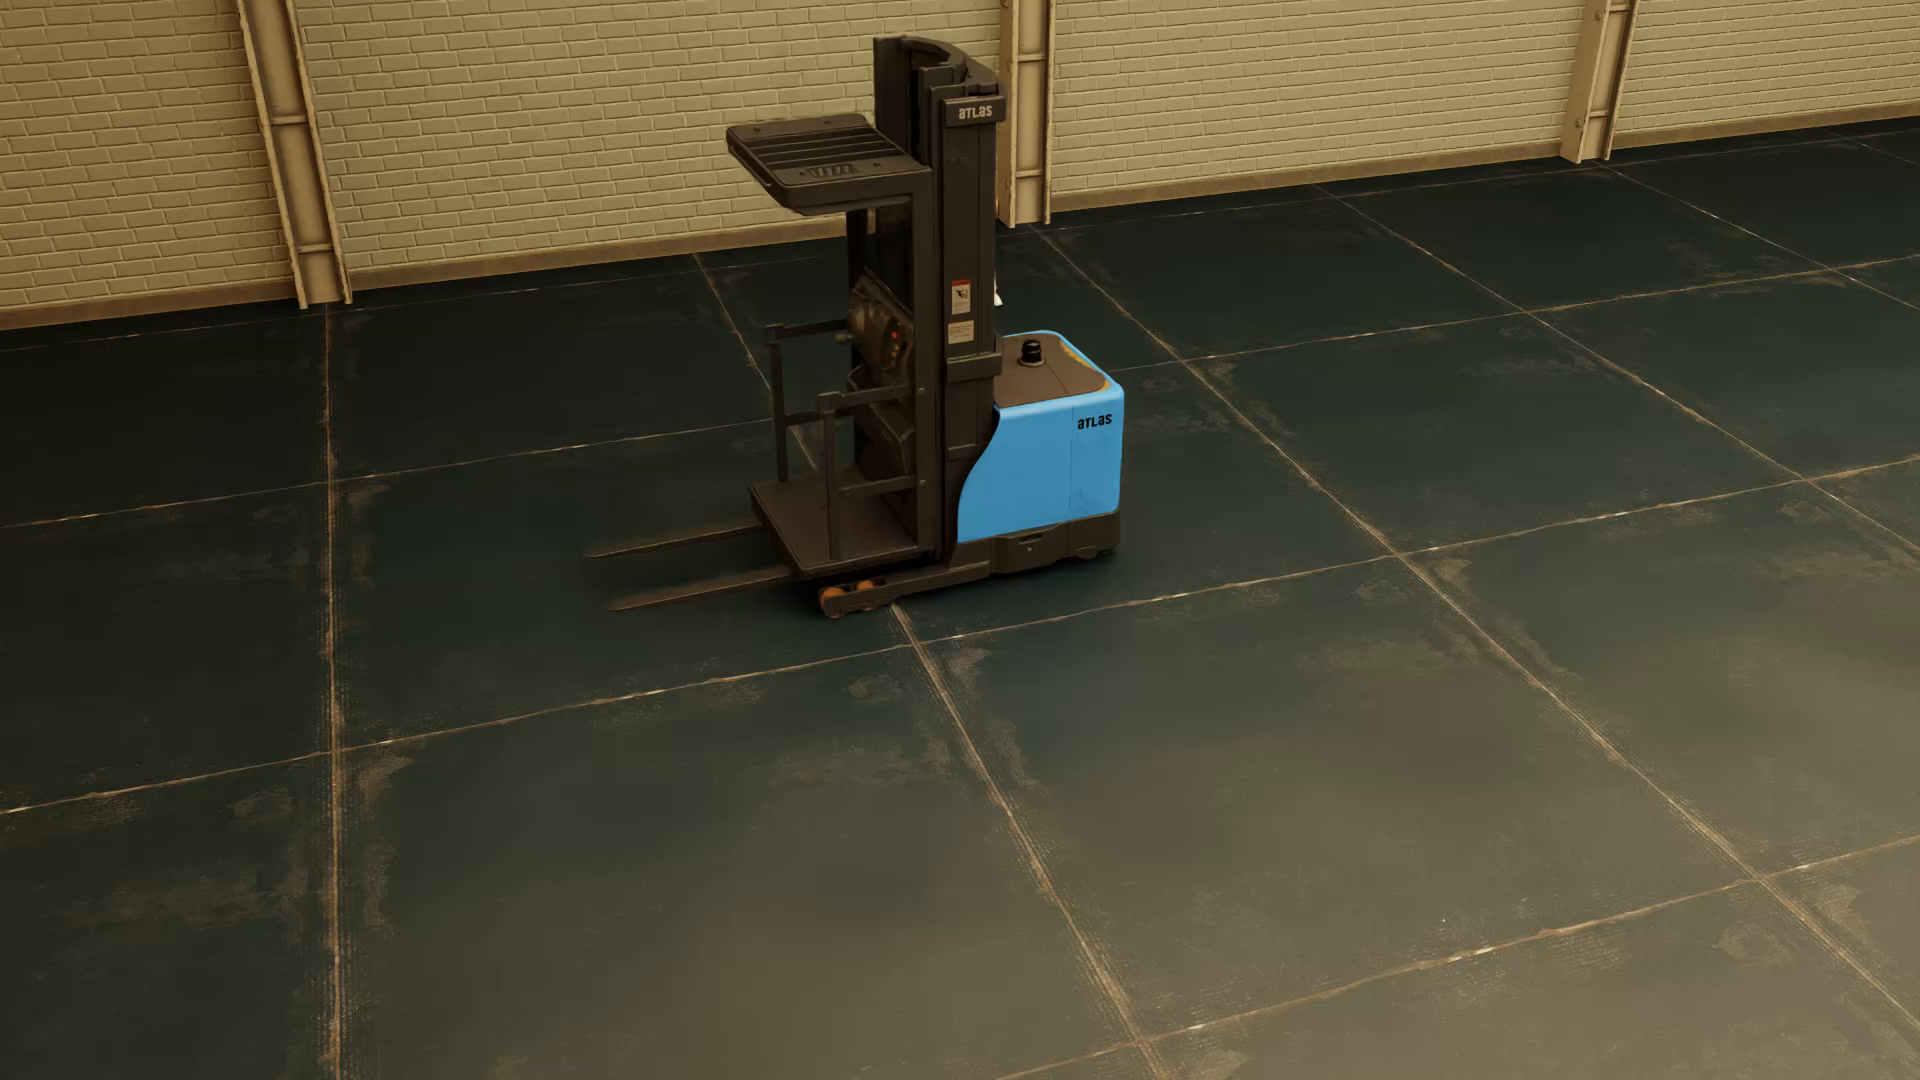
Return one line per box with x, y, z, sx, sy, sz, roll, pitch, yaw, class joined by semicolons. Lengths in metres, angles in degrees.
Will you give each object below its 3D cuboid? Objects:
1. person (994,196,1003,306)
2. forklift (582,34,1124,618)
-0.015;-2.661;13.004;0.738;1.648;0.367;3;30;5;person
-0.624;-1.135;9.060;3.031;2.935;1.130;-11;32;-19;forklift
